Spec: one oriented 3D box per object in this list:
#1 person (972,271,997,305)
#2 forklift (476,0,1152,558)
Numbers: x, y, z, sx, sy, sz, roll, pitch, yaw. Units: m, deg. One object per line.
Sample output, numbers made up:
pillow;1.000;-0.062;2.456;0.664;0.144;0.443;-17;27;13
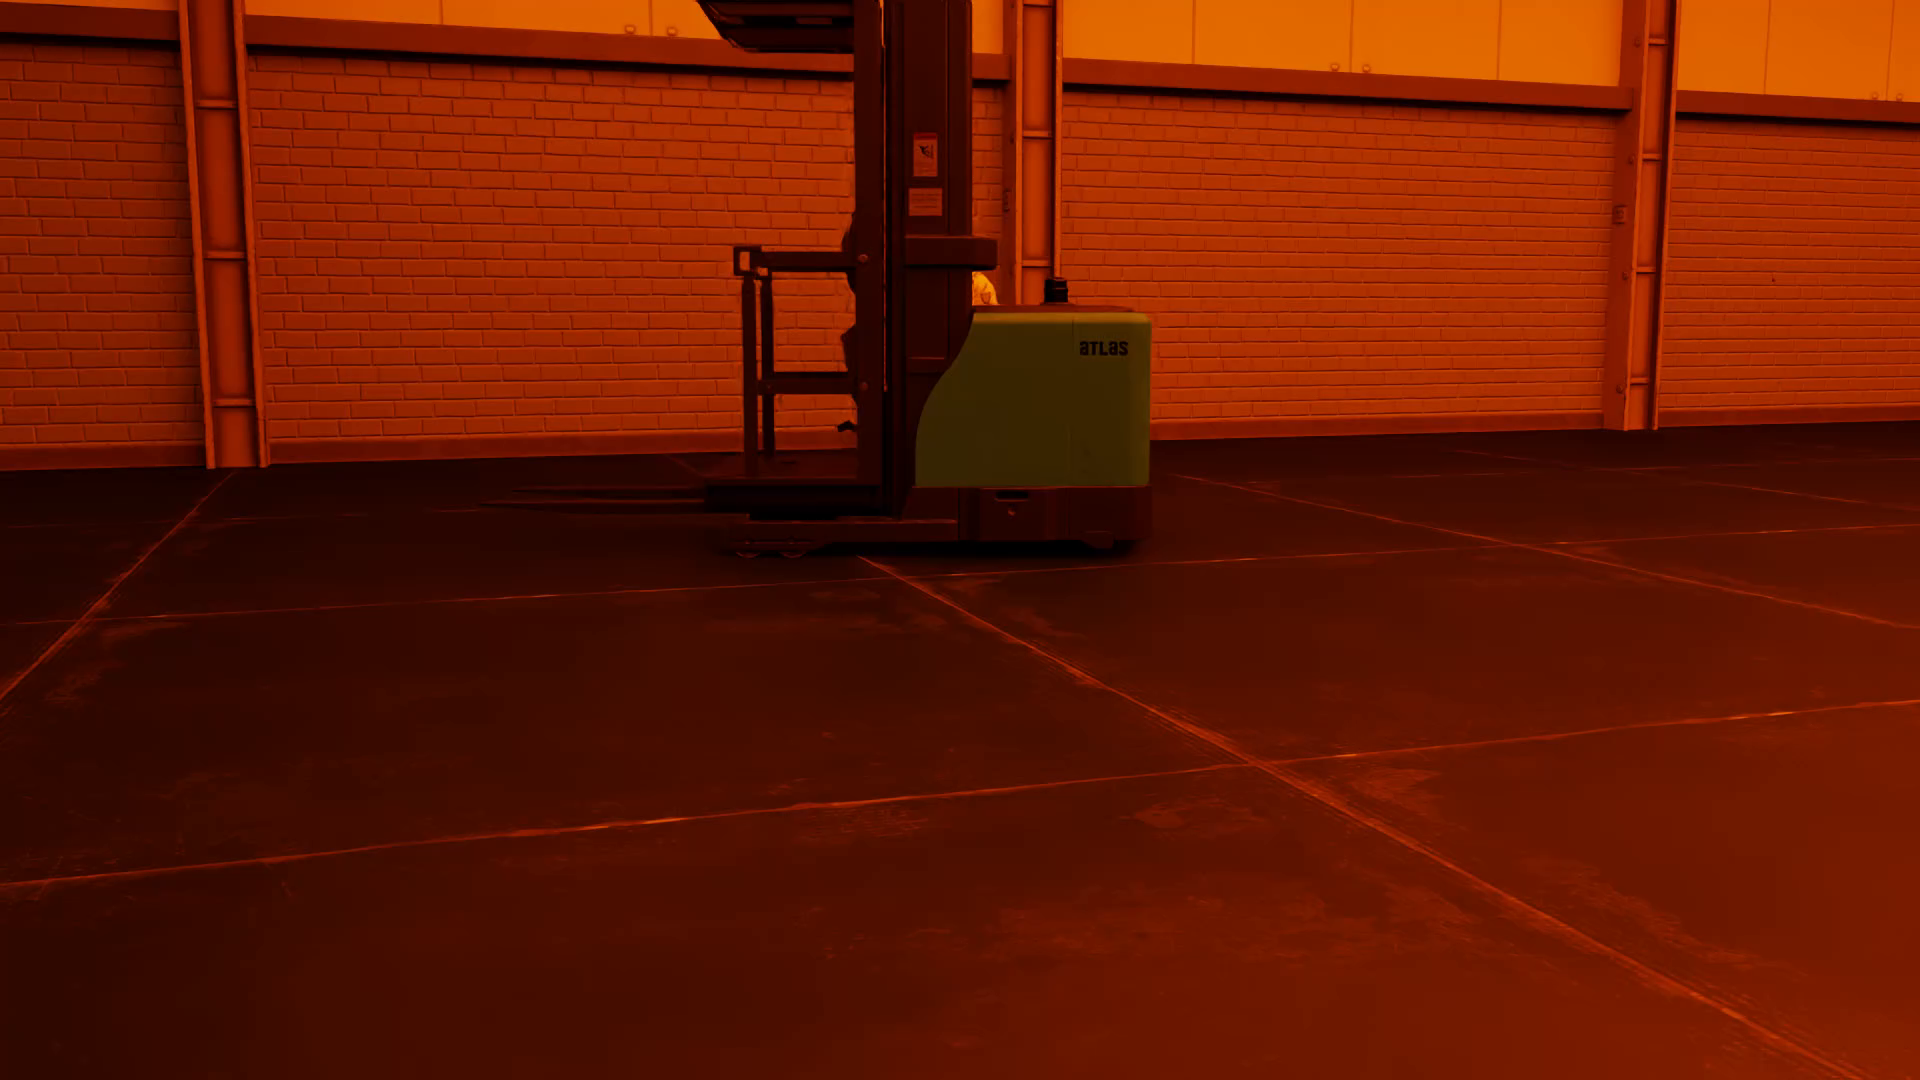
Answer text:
person;0.002;-1.298;11.486;0.822;1.635;0.468;2;8;14
forklift;-0.670;-1.445;7.669;3.031;2.935;1.130;0;8;-2
